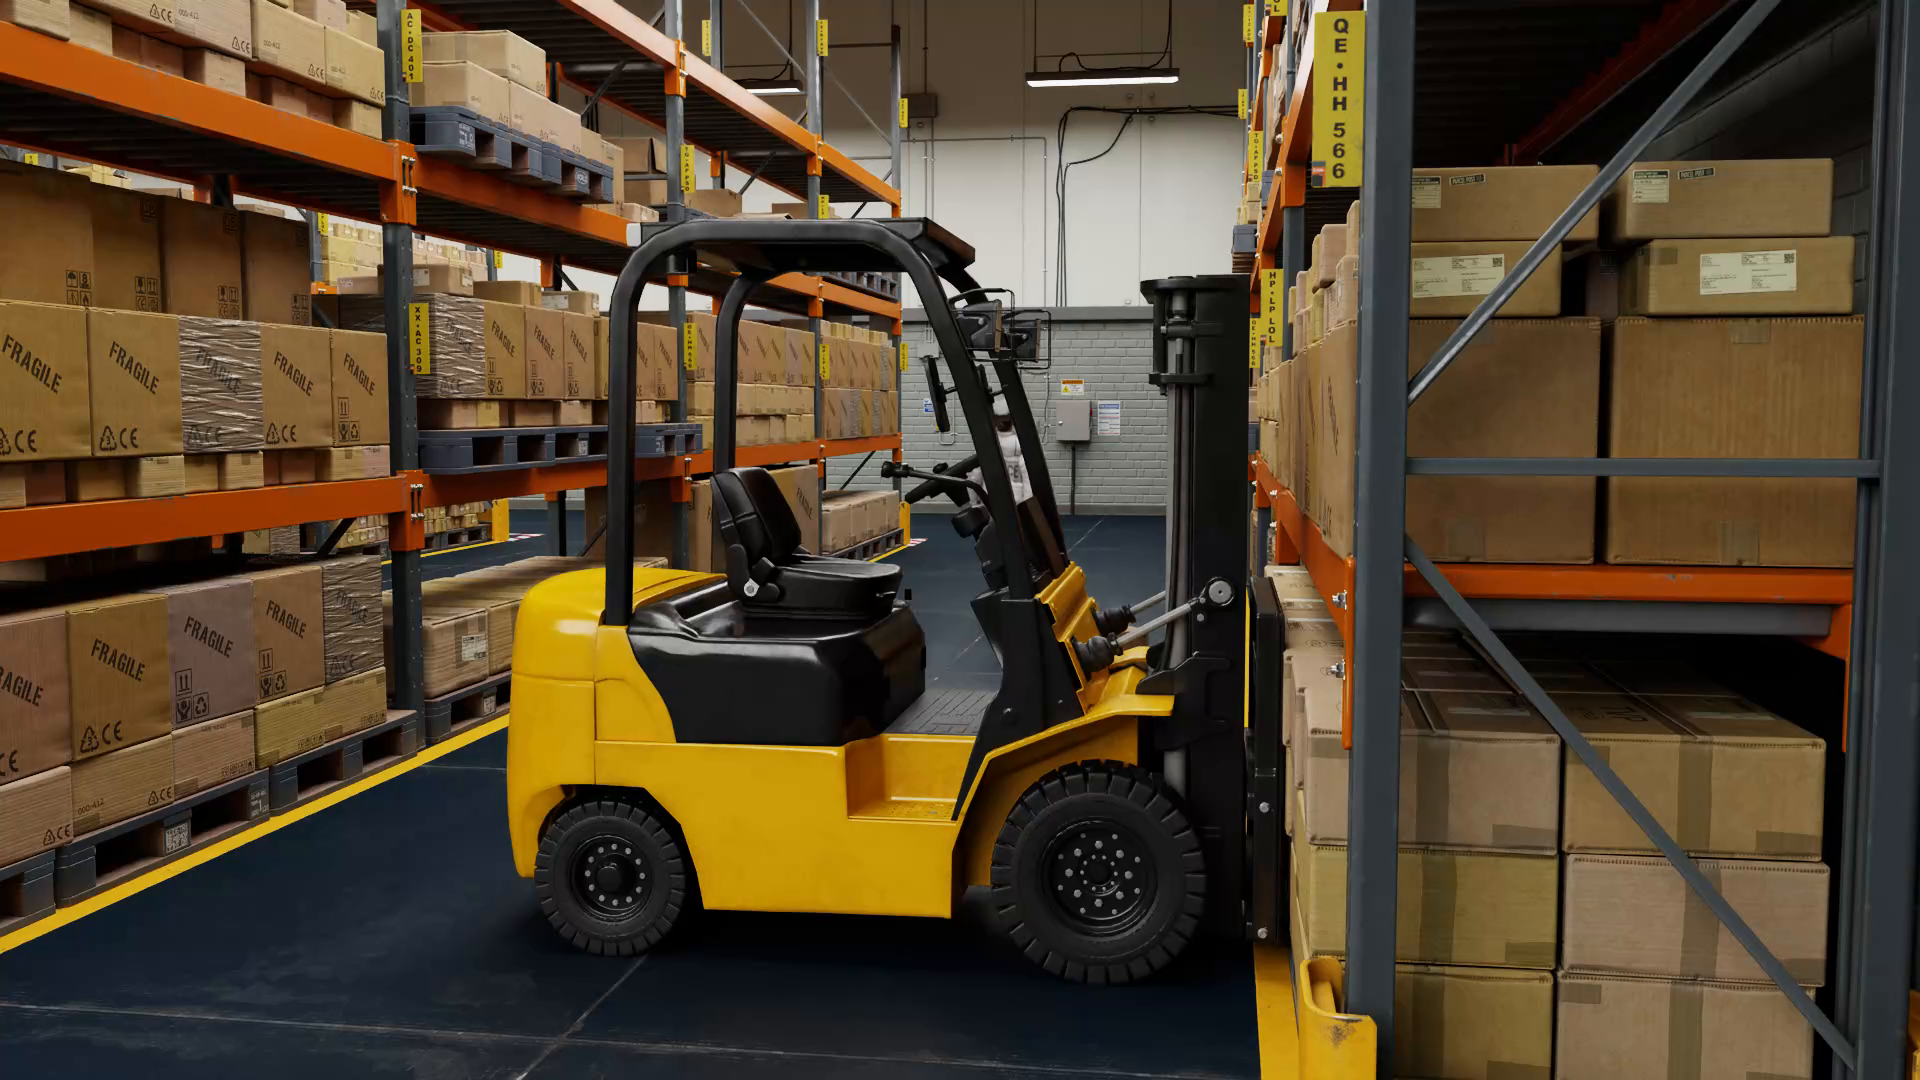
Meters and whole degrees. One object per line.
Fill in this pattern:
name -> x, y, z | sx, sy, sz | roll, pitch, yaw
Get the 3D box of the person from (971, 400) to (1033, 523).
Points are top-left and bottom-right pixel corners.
person -> 0.330, -0.283, 13.069 | 0.494, 1.631, 0.980 | 0, 5, -1
